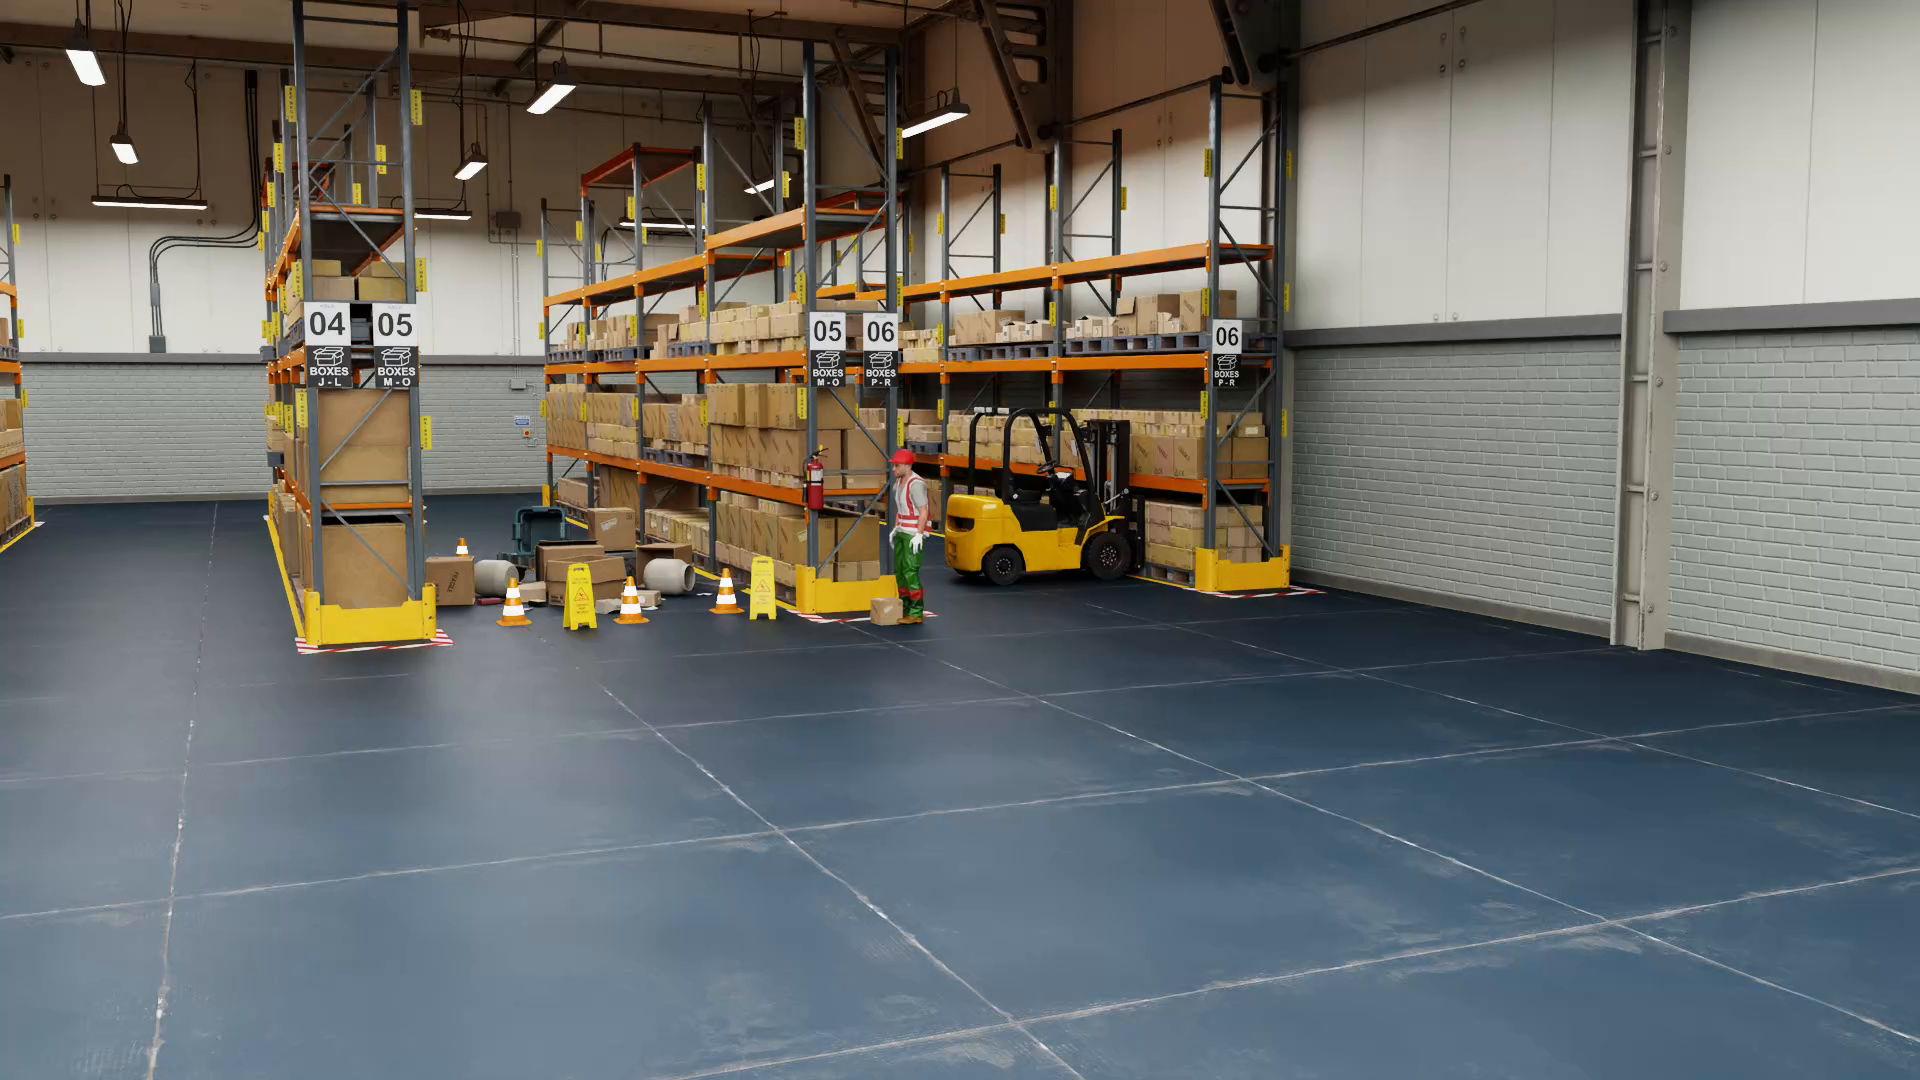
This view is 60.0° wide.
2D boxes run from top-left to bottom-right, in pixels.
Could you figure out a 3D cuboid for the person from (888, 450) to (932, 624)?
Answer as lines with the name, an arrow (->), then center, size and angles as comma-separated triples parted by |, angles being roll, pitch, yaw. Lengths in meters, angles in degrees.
person -> -0.540, -0.038, 17.026 | 0.453, 1.778, 0.617 | -3, 6, -27
